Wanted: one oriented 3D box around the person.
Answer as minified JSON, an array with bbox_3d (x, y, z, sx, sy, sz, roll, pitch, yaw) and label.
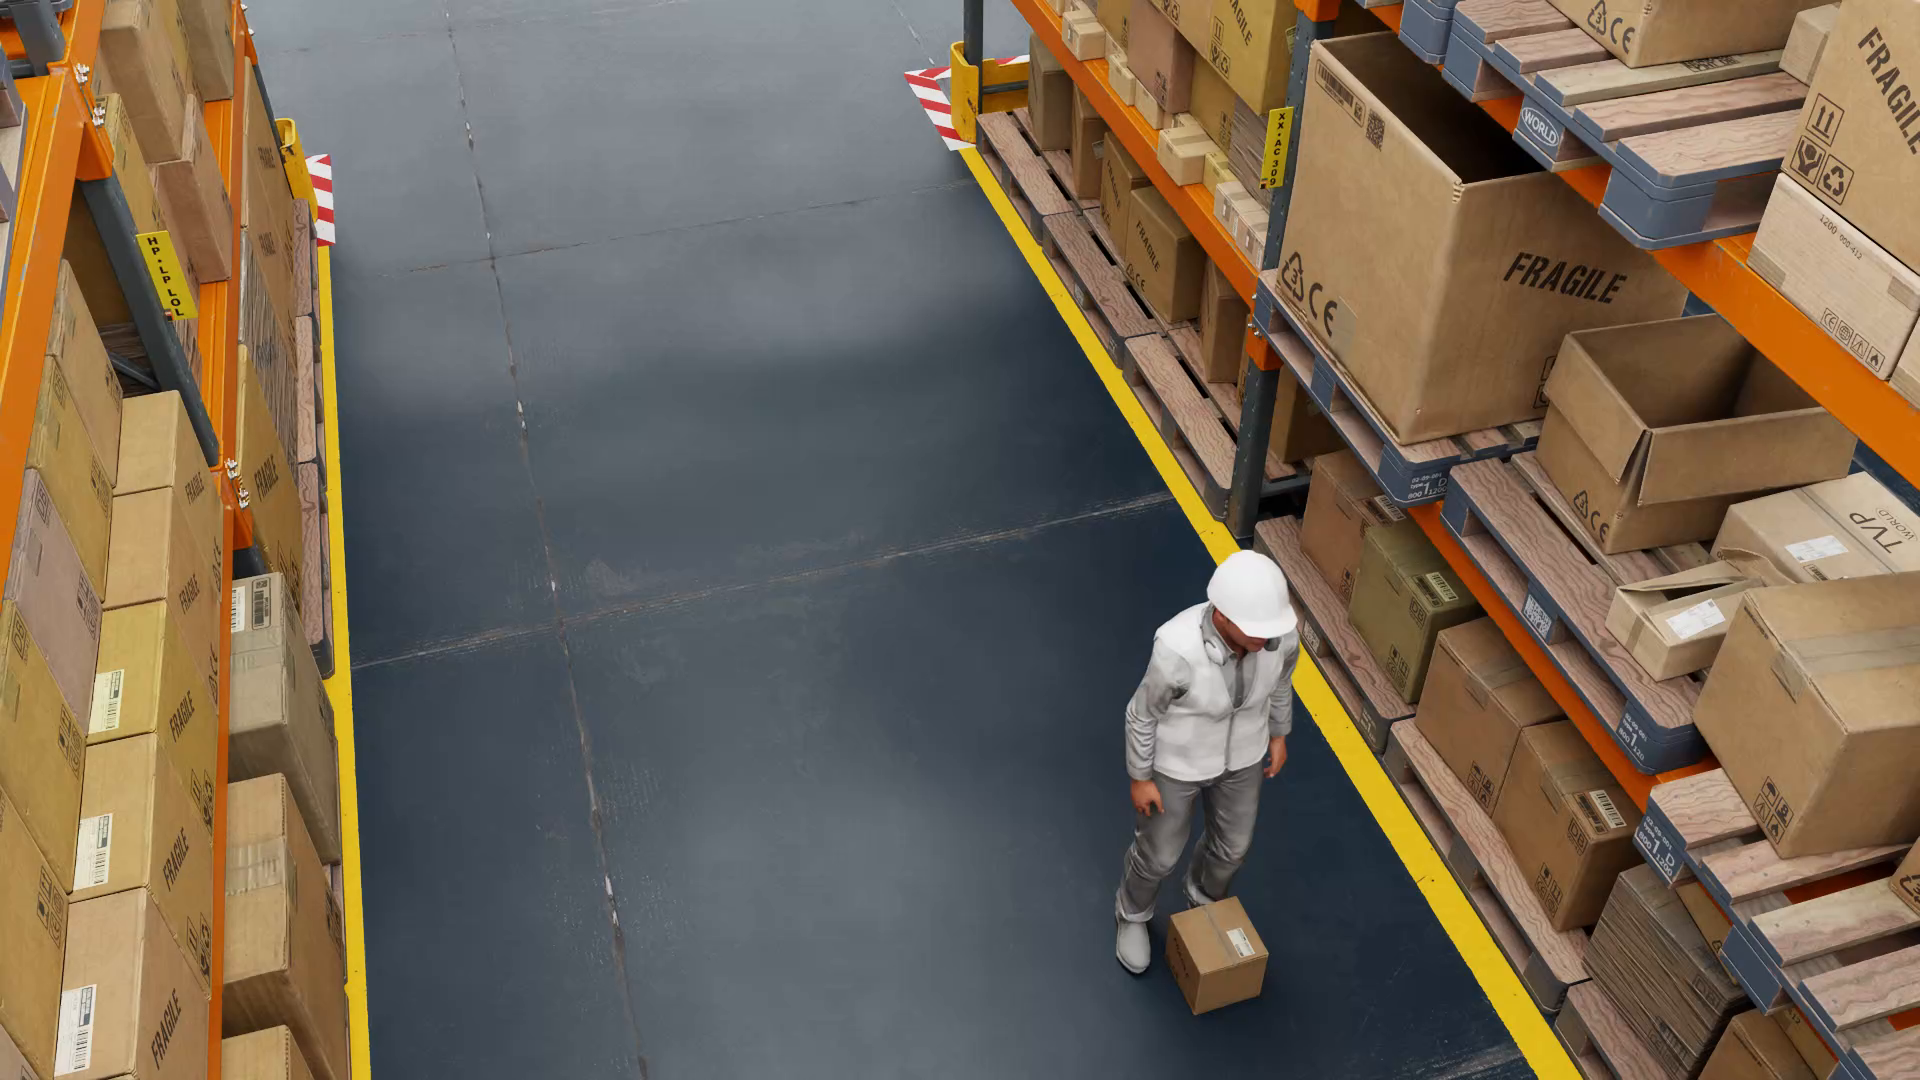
[{"bbox_3d":[4.142,-1.503,4.793,7.581,5.808,11.428,-14,44,-15],"label":"person"}]
